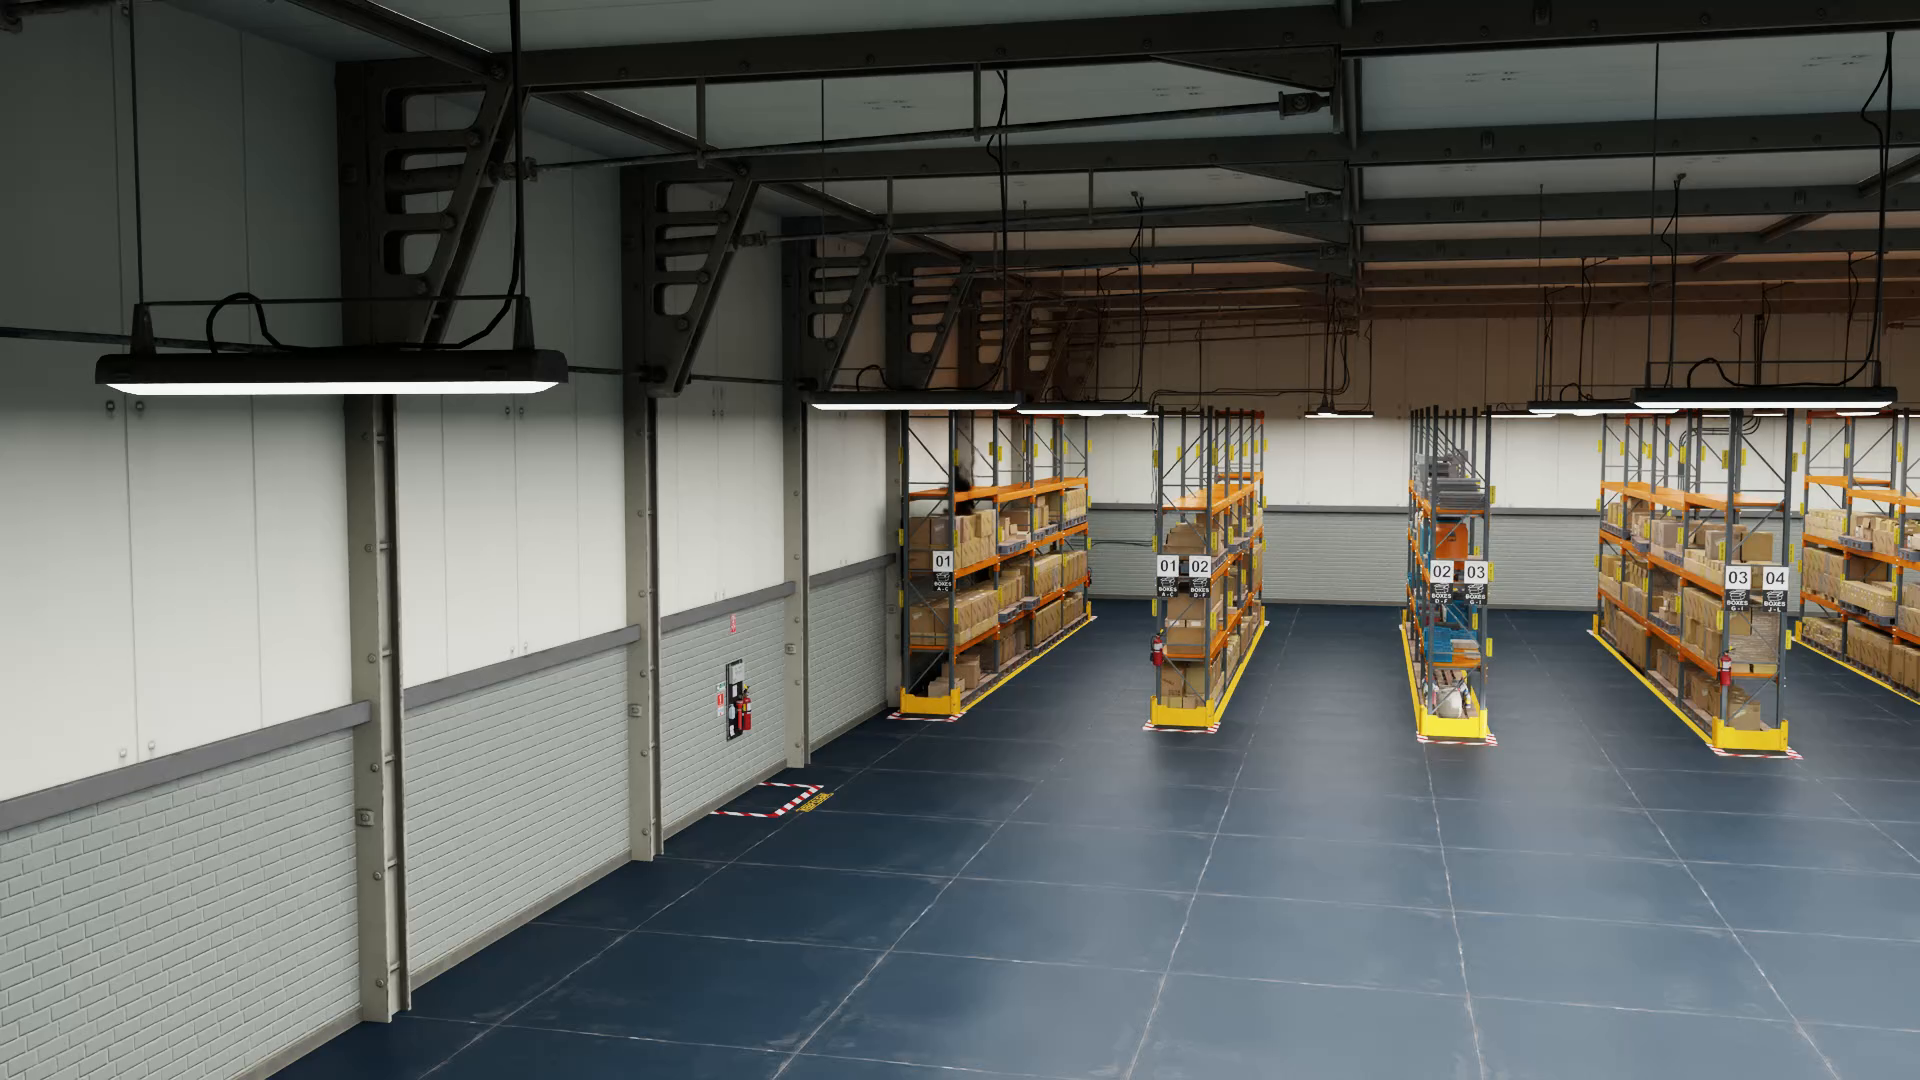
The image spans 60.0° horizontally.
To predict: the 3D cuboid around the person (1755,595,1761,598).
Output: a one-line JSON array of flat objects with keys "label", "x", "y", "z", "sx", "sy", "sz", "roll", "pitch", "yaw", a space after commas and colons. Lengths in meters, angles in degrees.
[{"label": "person", "x": 20.920, "y": 1.753, "z": 44.190, "sx": 0.658, "sy": 1.635, "sz": 0.776, "roll": -4, "pitch": 6, "yaw": -42}]
